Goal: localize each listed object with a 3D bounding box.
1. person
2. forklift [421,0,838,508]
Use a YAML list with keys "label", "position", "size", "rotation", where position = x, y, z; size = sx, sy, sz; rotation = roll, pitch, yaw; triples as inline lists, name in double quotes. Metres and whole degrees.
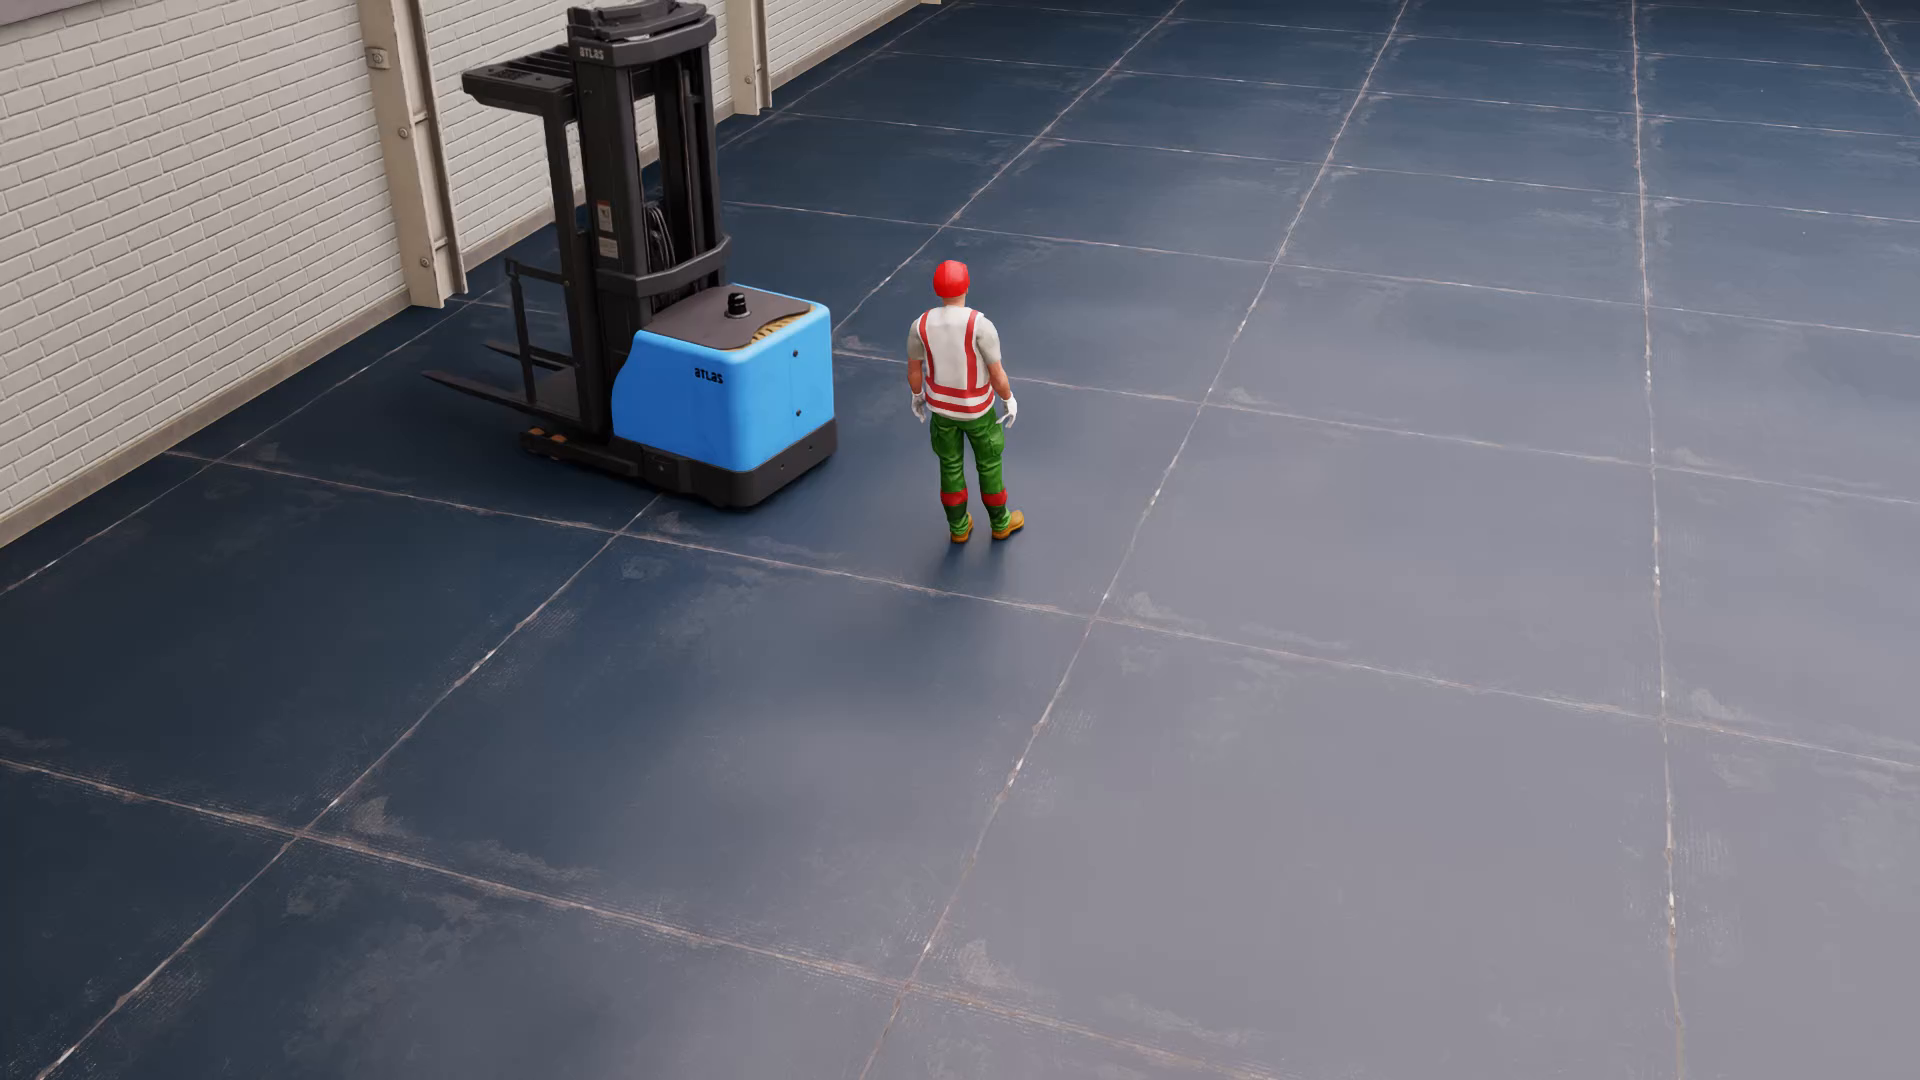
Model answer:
- label: "person"
  position: [0.037, -0.819, 9.712]
  size: [0.638, 1.787, 0.564]
  rotation: [10, 31, 16]
- label: "forklift"
  position: [-2.335, -2.008, 10.658]
  size: [3.031, 2.935, 1.130]
  rotation: [17, 34, 27]
